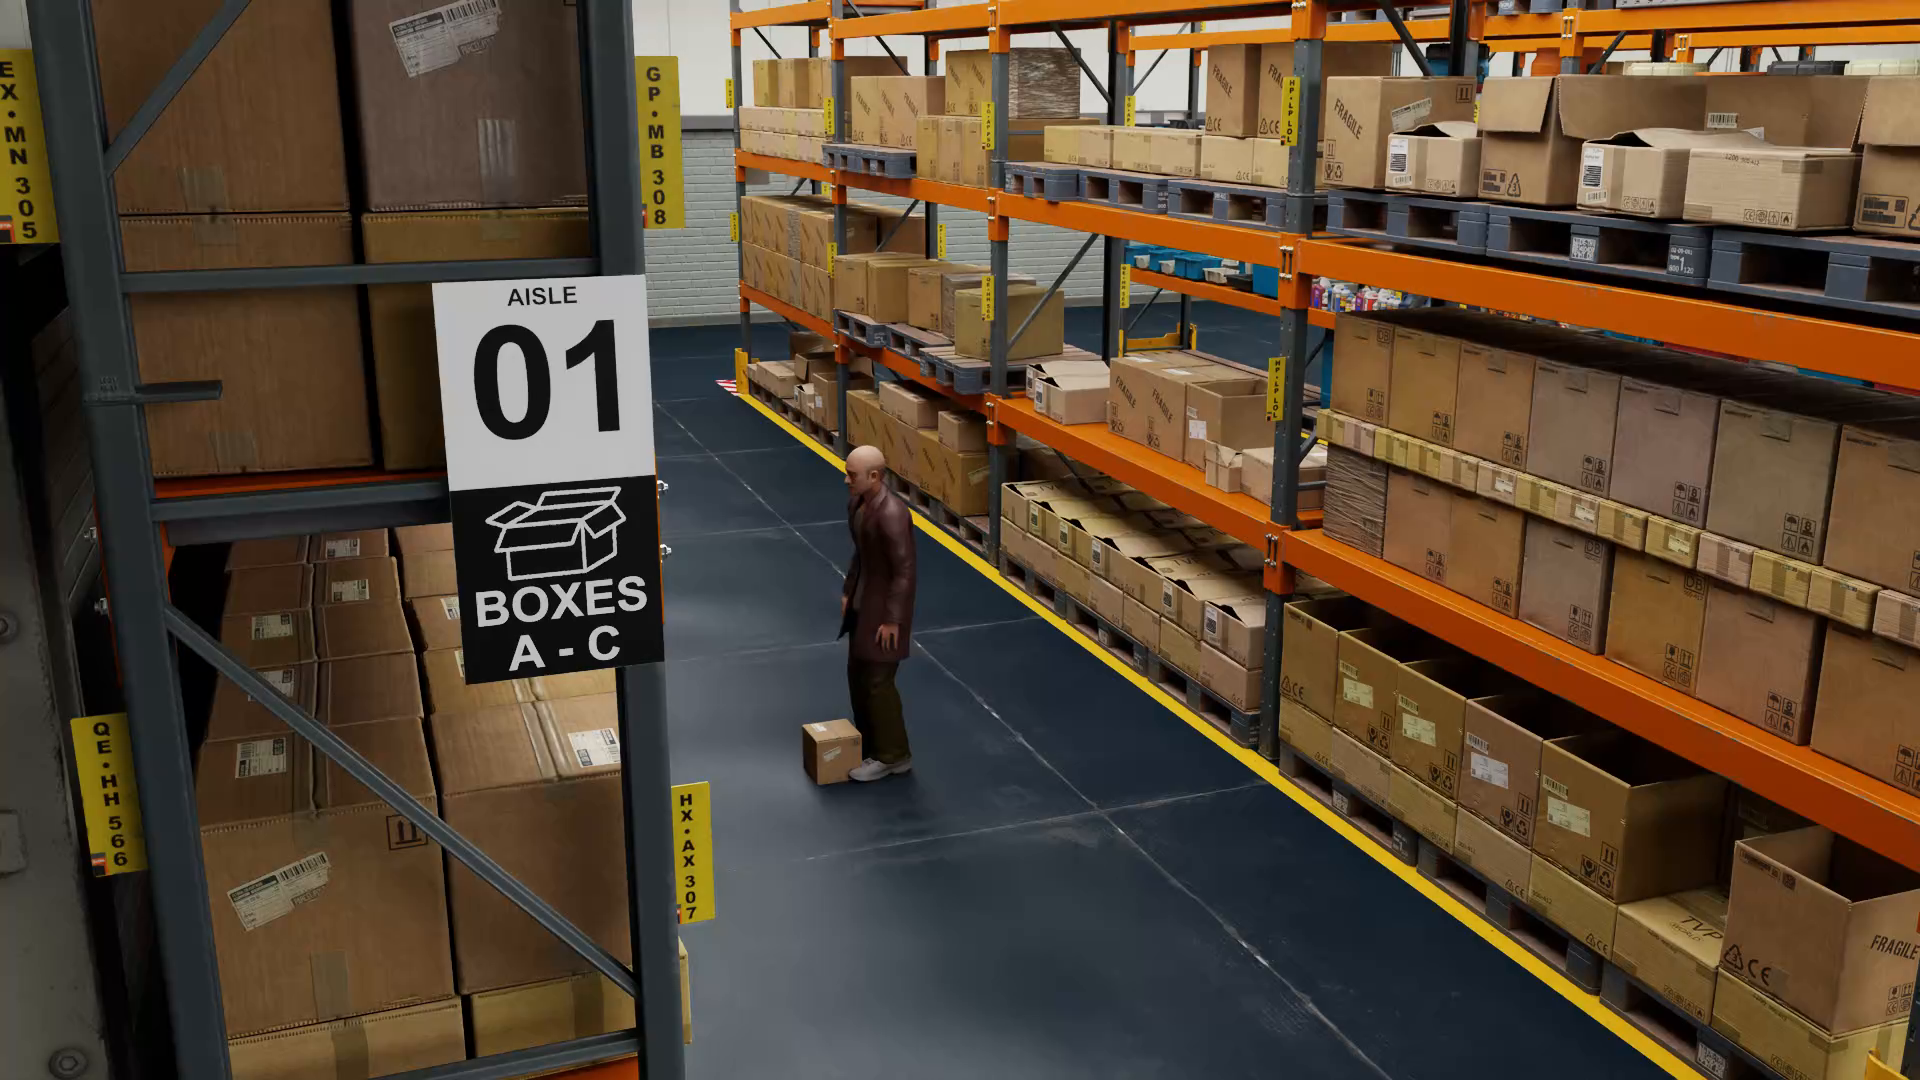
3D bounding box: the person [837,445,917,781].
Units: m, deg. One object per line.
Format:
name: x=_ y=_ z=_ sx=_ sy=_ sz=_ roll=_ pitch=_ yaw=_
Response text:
person: x=-0.446 y=0.368 z=8.712 sx=0.424 sy=1.773 sz=0.653 roll=-7 pitch=17 yaw=-23
